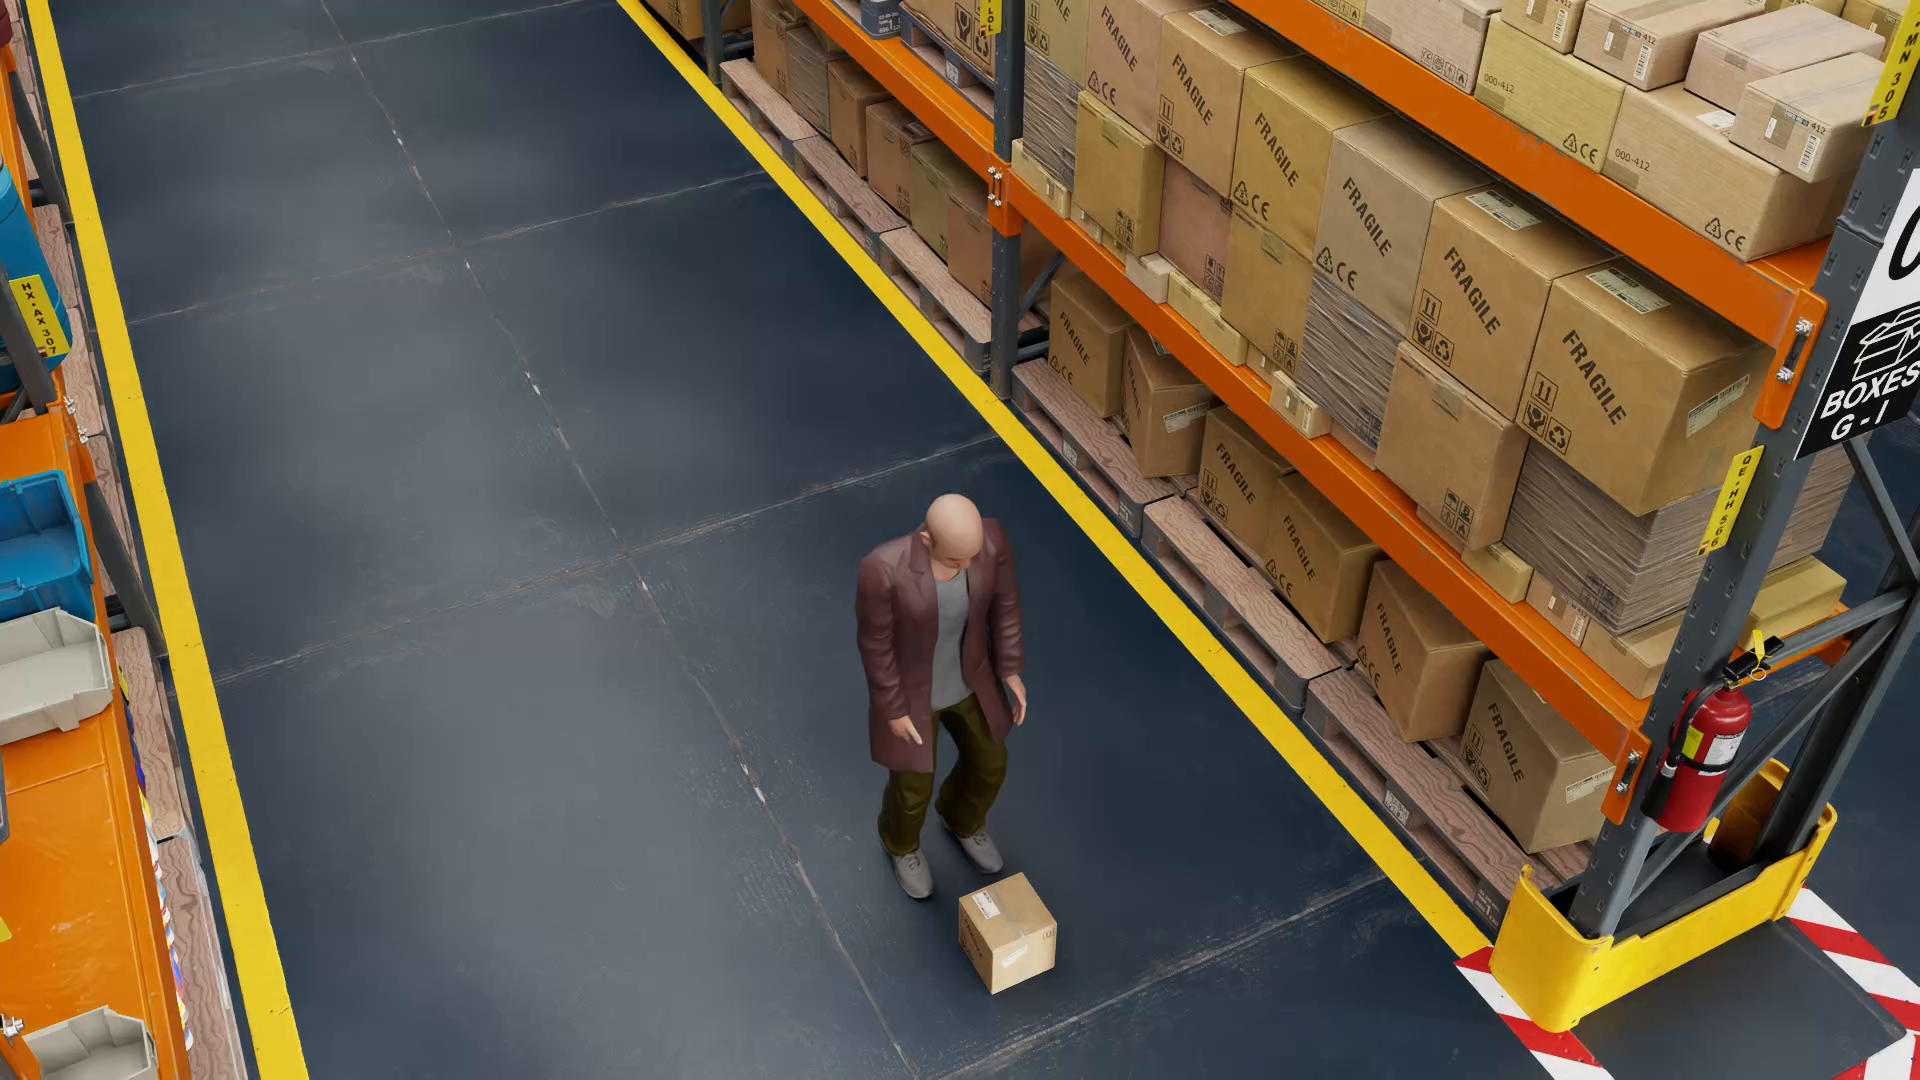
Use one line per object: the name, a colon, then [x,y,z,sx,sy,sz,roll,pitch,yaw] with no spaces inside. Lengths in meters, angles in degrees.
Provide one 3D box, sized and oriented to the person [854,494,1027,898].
person: [-0.054,0.500,5.635,0.587,1.730,0.416,-18,44,-19]
